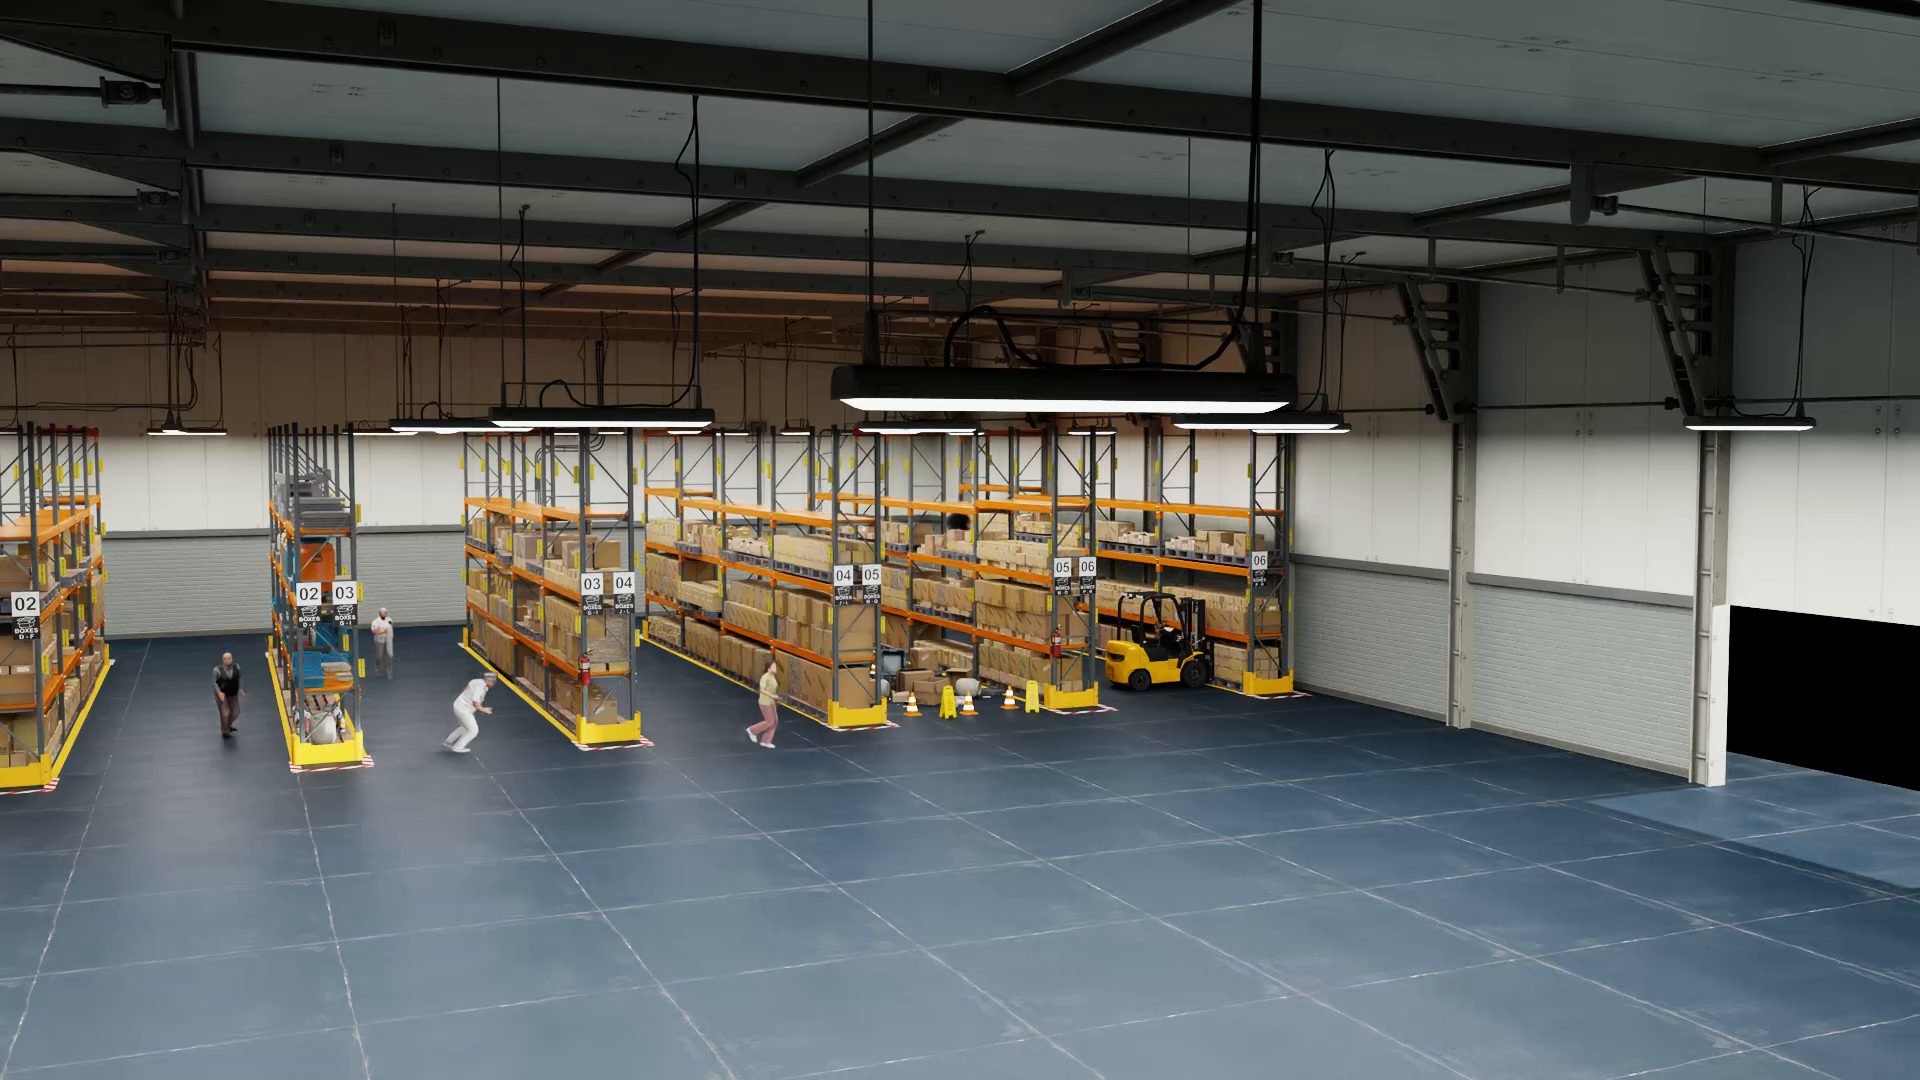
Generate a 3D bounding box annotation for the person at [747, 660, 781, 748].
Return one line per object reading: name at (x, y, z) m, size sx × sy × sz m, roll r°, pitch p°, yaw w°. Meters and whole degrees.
person at (-3.593, 3.042, 30.831) m, size 0.725 × 1.640 × 0.571 m, roll 1°, pitch 4°, yaw 16°

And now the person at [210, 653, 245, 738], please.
person at (-14.050, 2.954, 31.797) m, size 0.745 × 1.655 × 0.639 m, roll 3°, pitch 5°, yaw 41°

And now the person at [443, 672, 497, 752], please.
person at (-8.925, 3.150, 30.298) m, size 0.945 × 1.468 × 0.704 m, roll -2°, pitch 4°, yaw -24°

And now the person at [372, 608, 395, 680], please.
person at (-13.770, 2.473, 39.677) m, size 0.555 × 1.718 × 0.842 m, roll -2°, pitch 4°, yaw -32°
